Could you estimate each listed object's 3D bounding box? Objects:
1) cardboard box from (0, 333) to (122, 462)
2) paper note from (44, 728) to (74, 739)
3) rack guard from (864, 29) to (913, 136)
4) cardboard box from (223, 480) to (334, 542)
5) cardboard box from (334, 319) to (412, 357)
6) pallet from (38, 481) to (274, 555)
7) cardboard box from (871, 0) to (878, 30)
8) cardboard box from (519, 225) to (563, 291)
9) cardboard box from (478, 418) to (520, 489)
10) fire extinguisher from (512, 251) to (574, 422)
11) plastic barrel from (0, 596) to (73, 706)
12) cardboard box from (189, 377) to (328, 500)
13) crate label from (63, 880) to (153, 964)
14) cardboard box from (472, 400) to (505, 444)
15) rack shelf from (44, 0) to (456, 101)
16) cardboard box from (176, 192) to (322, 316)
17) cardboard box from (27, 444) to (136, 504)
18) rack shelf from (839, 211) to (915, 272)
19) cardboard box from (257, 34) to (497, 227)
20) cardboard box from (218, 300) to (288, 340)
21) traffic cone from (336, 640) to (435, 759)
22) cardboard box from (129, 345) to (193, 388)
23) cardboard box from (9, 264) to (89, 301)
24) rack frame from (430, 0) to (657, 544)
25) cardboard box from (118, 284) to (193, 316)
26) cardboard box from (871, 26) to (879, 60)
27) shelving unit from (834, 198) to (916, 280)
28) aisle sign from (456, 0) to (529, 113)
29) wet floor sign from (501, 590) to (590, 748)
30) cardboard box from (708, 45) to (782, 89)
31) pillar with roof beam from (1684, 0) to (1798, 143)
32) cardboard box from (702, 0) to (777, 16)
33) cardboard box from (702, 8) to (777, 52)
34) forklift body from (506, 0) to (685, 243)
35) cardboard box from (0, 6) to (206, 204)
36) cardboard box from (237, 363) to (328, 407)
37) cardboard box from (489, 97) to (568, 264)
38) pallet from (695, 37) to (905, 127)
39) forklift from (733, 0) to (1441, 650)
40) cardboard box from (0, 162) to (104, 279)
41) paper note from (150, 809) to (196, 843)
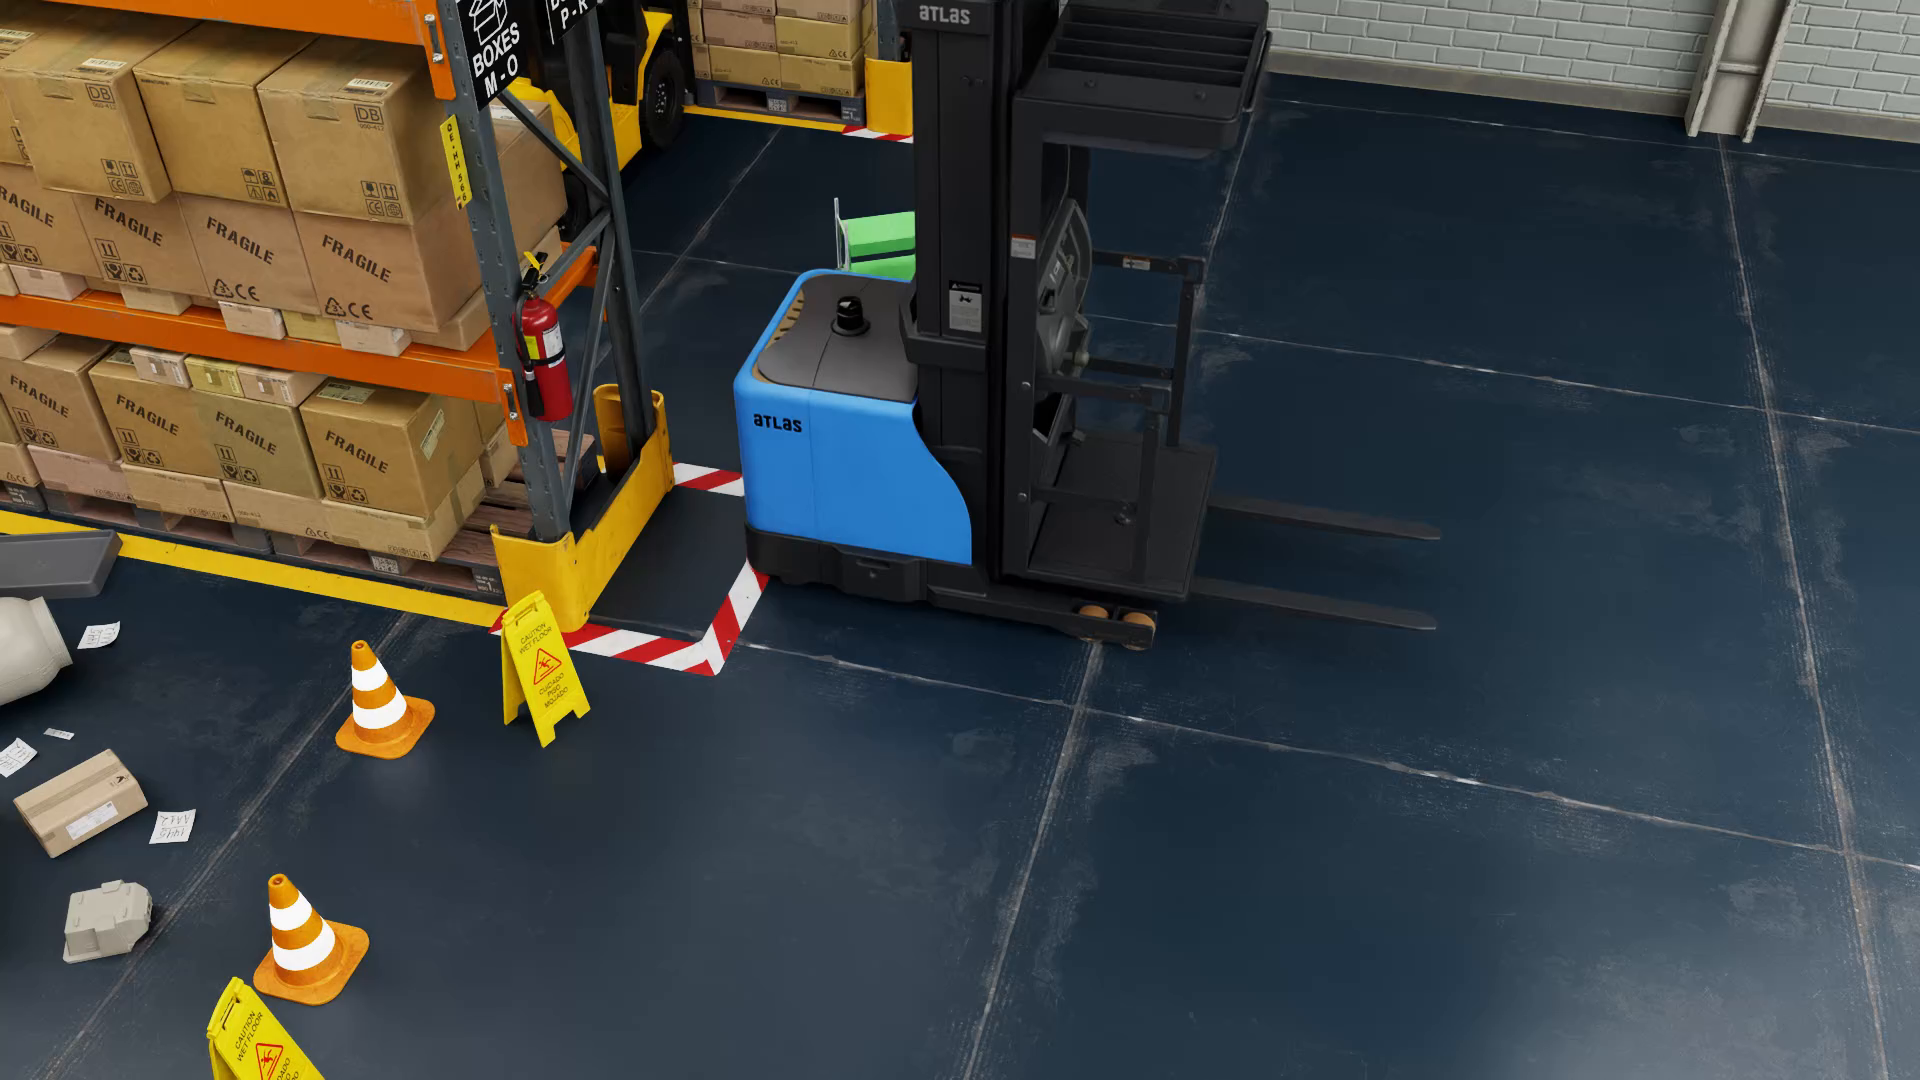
[{"bbox_3d":[-3.962,-0.736,7.547,0.500,0.500,0.500,12,41,14],"label":"cardboard box"},{"bbox_3d":[-3.695,0.795,6.820,0.123,0.001,0.032,10,41,11],"label":"paper note"},{"bbox_3d":[-0.316,-3.234,11.237,0.348,0.500,1.175,10,41,11],"label":"rack guard"},{"bbox_3d":[-2.967,-0.277,7.583,0.500,0.250,0.500,10,41,12],"label":"cardboard box"},{"bbox_3d":[-2.308,-0.917,6.730,0.250,0.149,0.380,9,41,11],"label":"cardboard box"},{"bbox_3d":[-3.642,-0.417,8.107,1.213,0.211,1.003,10,41,11],"label":"pallet"},{"bbox_3d":[-0.740,-3.702,11.273,0.500,0.250,0.500,10,41,12],"label":"cardboard box"},{"bbox_3d":[-1.893,-1.200,7.066,0.250,0.149,0.380,10,41,12],"label":"cardboard box"},{"bbox_3d":[-2.326,-0.525,7.878,0.500,0.250,0.500,9,41,11],"label":"cardboard box"},{"bbox_3d":[-1.627,-0.776,6.426,0.183,0.674,0.296,10,41,11],"label":"fire extinguisher"},{"bbox_3d":[-4.005,0.473,6.882,0.512,0.421,0.421,-24,46,-26],"label":"plastic barrel"},{"bbox_3d":[-2.965,-0.562,7.339,0.500,0.500,0.500,11,41,13],"label":"cardboard box"},{"bbox_3d":[-3.101,1.369,6.038,0.298,0.136,0.250,-10,41,-11],"label":"crate label"},{"bbox_3d":[-2.349,-0.815,7.641,0.500,0.500,0.500,8,41,10],"label":"cardboard box"},{"bbox_3d":[-3.551,-2.316,6.427,4.000,0.370,1.077,10,41,11],"label":"rack shelf"},{"bbox_3d":[-2.697,-1.268,6.643,0.500,0.500,0.500,10,41,12],"label":"cardboard box"},{"bbox_3d":[-3.951,-0.450,7.789,0.500,0.250,0.500,9,41,11],"label":"cardboard box"},{"bbox_3d":[-0.318,-1.433,7.901,0.480,0.148,0.258,-10,41,-11],"label":"rack shelf"},{"bbox_3d":[-2.168,-1.595,6.255,0.500,0.500,0.700,9,41,10],"label":"cardboard box"},{"bbox_3d":[-2.807,-0.997,6.825,0.250,0.149,0.380,10,41,12],"label":"cardboard box"},{"bbox_3d":[-2.367,0.591,6.712,0.334,0.463,0.336,10,41,11],"label":"traffic cone"},{"bbox_3d":[-3.328,-0.833,7.159,0.250,0.149,0.380,11,41,13],"label":"cardboard box"},{"bbox_3d":[-3.777,-1.185,7.048,0.250,0.149,0.380,10,41,11],"label":"cardboard box"},{"bbox_3d":[-1.618,-1.111,6.765,0.127,3.000,1.000,10,41,11],"label":"rack frame"},{"bbox_3d":[-3.289,-1.113,6.963,0.250,0.149,0.380,9,41,11],"label":"cardboard box"},{"bbox_3d":[-0.763,-3.506,11.429,0.500,0.250,0.500,10,41,12],"label":"cardboard box"},{"bbox_3d":[-0.318,-1.114,8.168,0.503,1.200,0.258,-10,41,-11],"label":"shelving unit"},{"bbox_3d":[-1.634,-1.916,5.702,0.004,0.787,0.394,10,41,11],"label":"aisle sign"},{"bbox_3d":[-1.712,0.487,6.693,0.232,0.644,0.267,24,46,26],"label":"wet floor sign"},{"bbox_3d":[-1.353,-3.273,11.151,0.500,0.250,0.500,10,41,11],"label":"cardboard box"},{"bbox_3d":[3.905,-3.496,4.940,0.400,9.000,9.100,10,41,11],"label":"pillar with roof beam"},{"bbox_3d":[-1.359,-3.650,10.822,0.500,0.250,0.500,10,41,12],"label":"cardboard box"},{"bbox_3d":[-1.372,-3.471,10.998,0.500,0.250,0.500,9,41,11],"label":"cardboard box"},{"bbox_3d":[-2.642,-3.052,9.736,1.214,2.155,2.313,10,41,11],"label":"forklift body"},{"bbox_3d":[-3.175,-1.705,6.386,0.500,0.500,0.700,9,41,11],"label":"cardboard box"},{"bbox_3d":[-2.832,-0.745,7.053,0.250,0.149,0.380,11,41,13],"label":"cardboard box"},{"bbox_3d":[-2.004,-1.514,6.936,0.500,0.500,0.500,9,41,11],"label":"cardboard box"},{"bbox_3d":[-1.089,-3.229,11.455,1.213,0.211,1.003,10,41,11],"label":"pallet"},{"bbox_3d":[0.612,-1.024,6.714,3.031,2.935,1.130,9,41,11],"label":"forklift"},{"bbox_3d":[-3.664,-1.450,6.859,0.500,0.500,0.500,10,41,12],"label":"cardboard box"},{"bbox_3d":[-3.046,1.106,6.434,0.142,0.019,0.148,-3,40,-4],"label":"paper note"}]
